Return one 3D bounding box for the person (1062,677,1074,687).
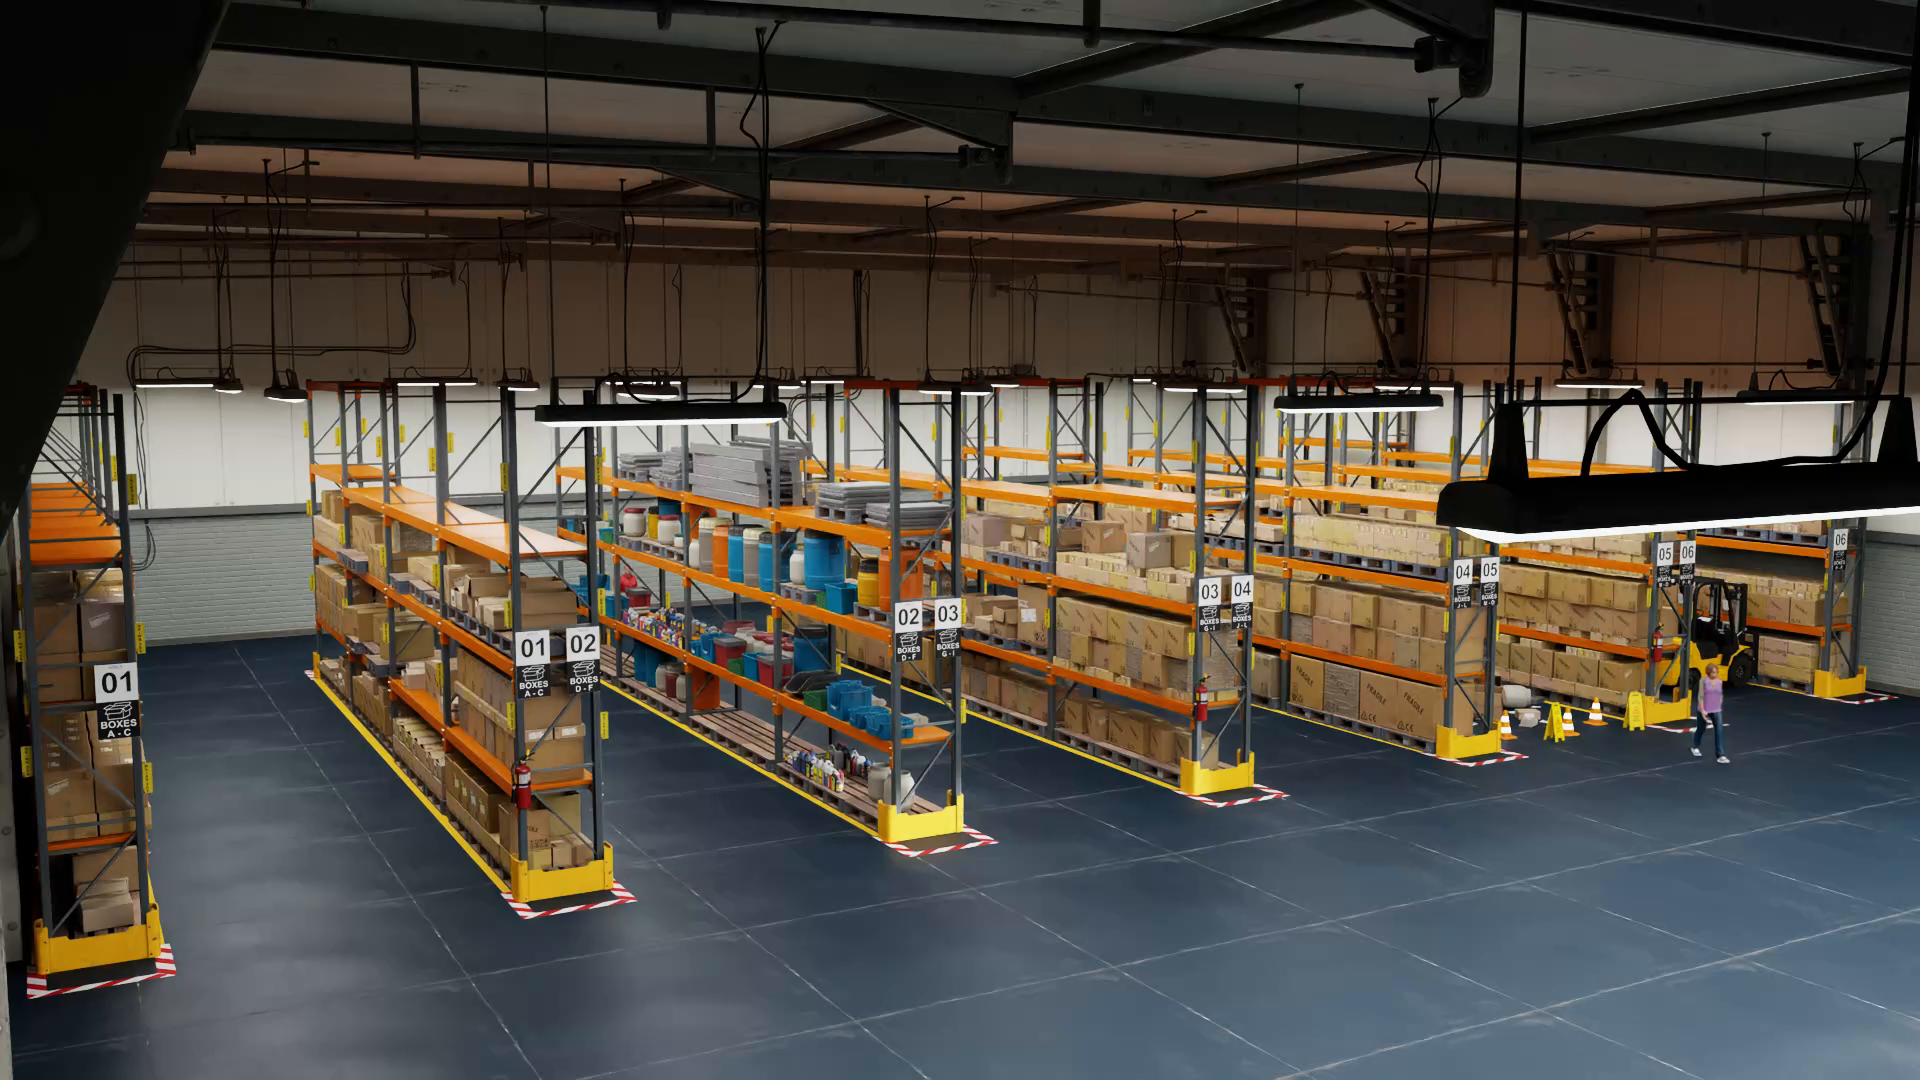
[{"bbox_3d":[2.047,2.166,31.048,0.651,1.828,0.658,-2,6,-17],"label":"person"}]

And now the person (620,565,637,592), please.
[{"bbox_3d":[-7.661,1.408,38.408,0.573,1.664,1.099,-4,7,-32],"label":"person"}]

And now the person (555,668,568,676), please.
[{"bbox_3d":[-7.169,2.301,30.291,0.605,1.634,0.727,-2,6,-20],"label":"person"}]

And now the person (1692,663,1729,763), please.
[{"bbox_3d":[11.962,2.735,26.493,0.426,1.561,0.817,1,6,9],"label":"person"}]
